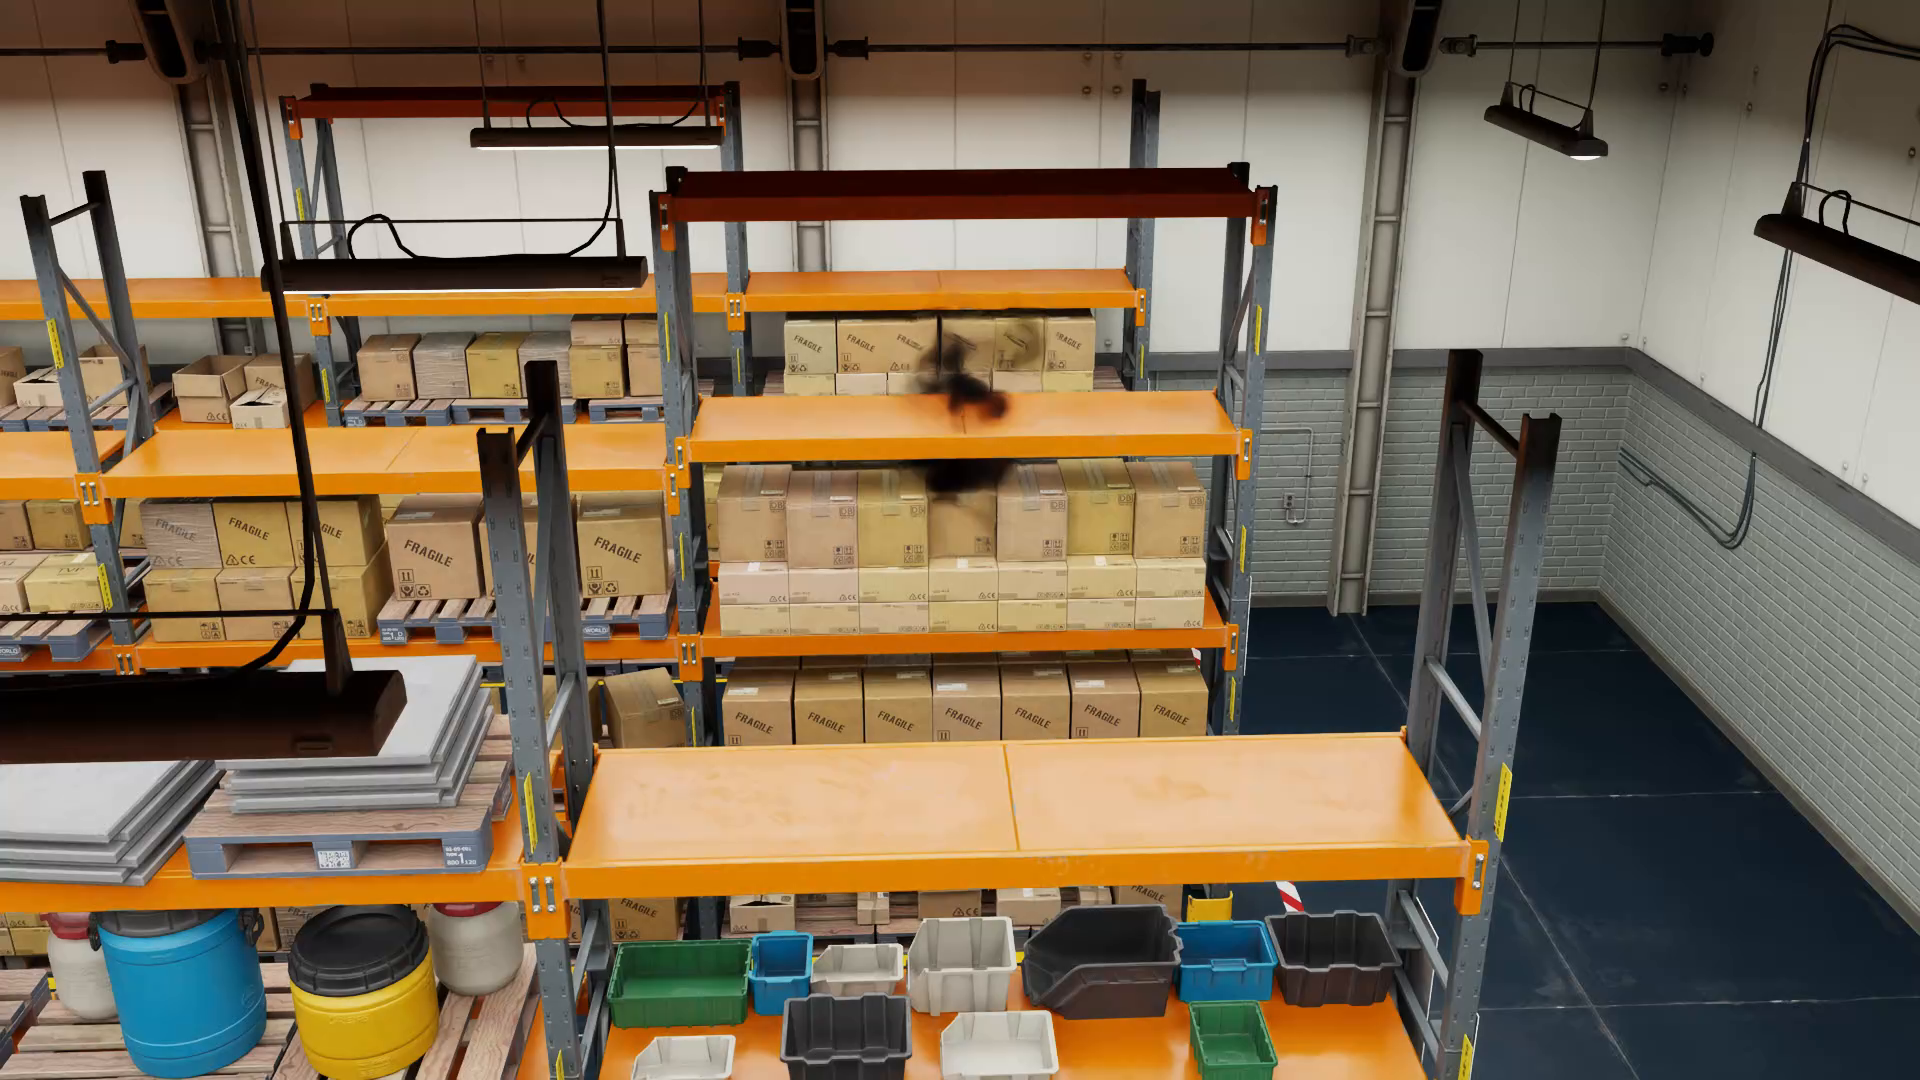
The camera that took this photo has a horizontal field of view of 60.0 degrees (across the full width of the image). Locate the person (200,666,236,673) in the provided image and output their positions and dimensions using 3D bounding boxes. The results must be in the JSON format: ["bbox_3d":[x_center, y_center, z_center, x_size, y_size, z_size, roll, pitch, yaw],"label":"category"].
[{"bbox_3d":[-6.612,1.589,14.988,0.993,1.720,0.673,-2,22,-5],"label":"person"}]
